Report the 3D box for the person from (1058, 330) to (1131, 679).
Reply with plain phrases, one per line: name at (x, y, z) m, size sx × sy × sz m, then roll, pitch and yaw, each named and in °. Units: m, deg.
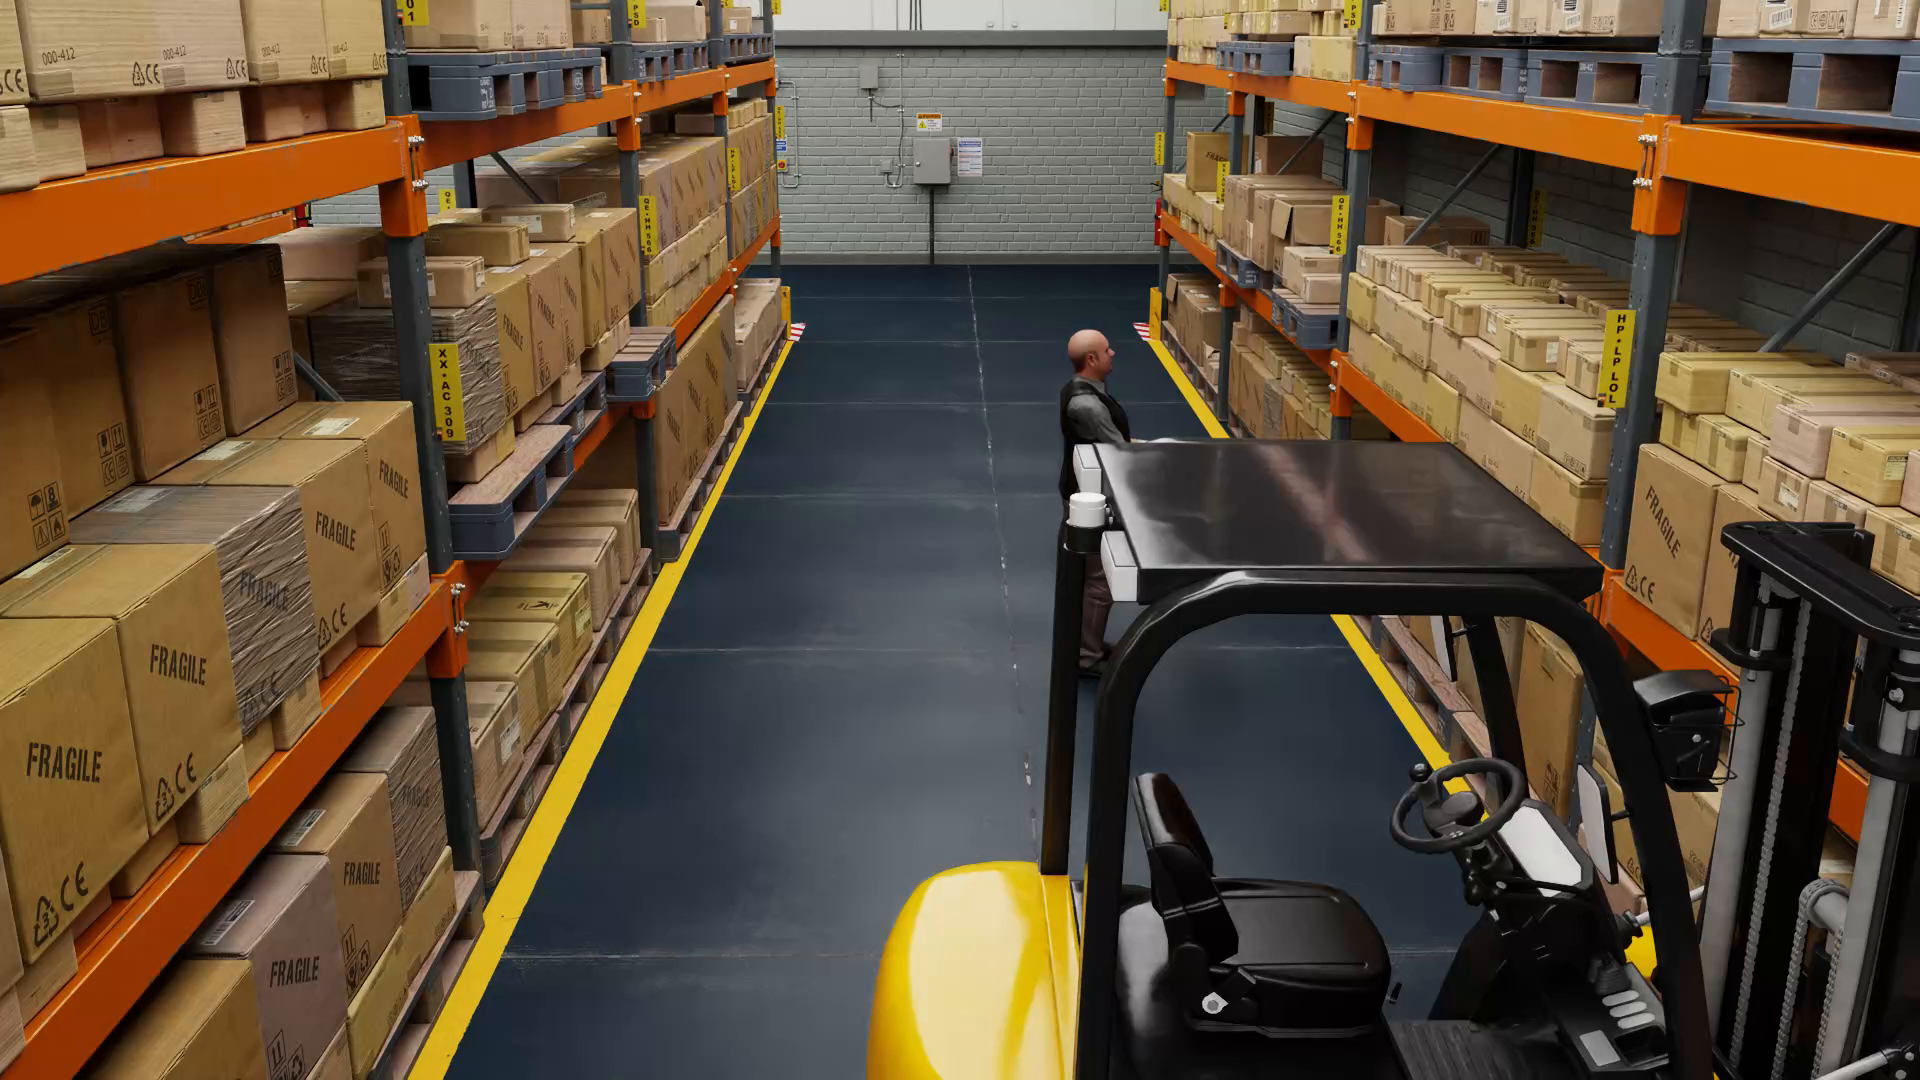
person at (0.758, -0.147, 8.219) m, size 0.548 × 1.633 × 0.494 m, roll 0°, pitch 17°, yaw 0°
